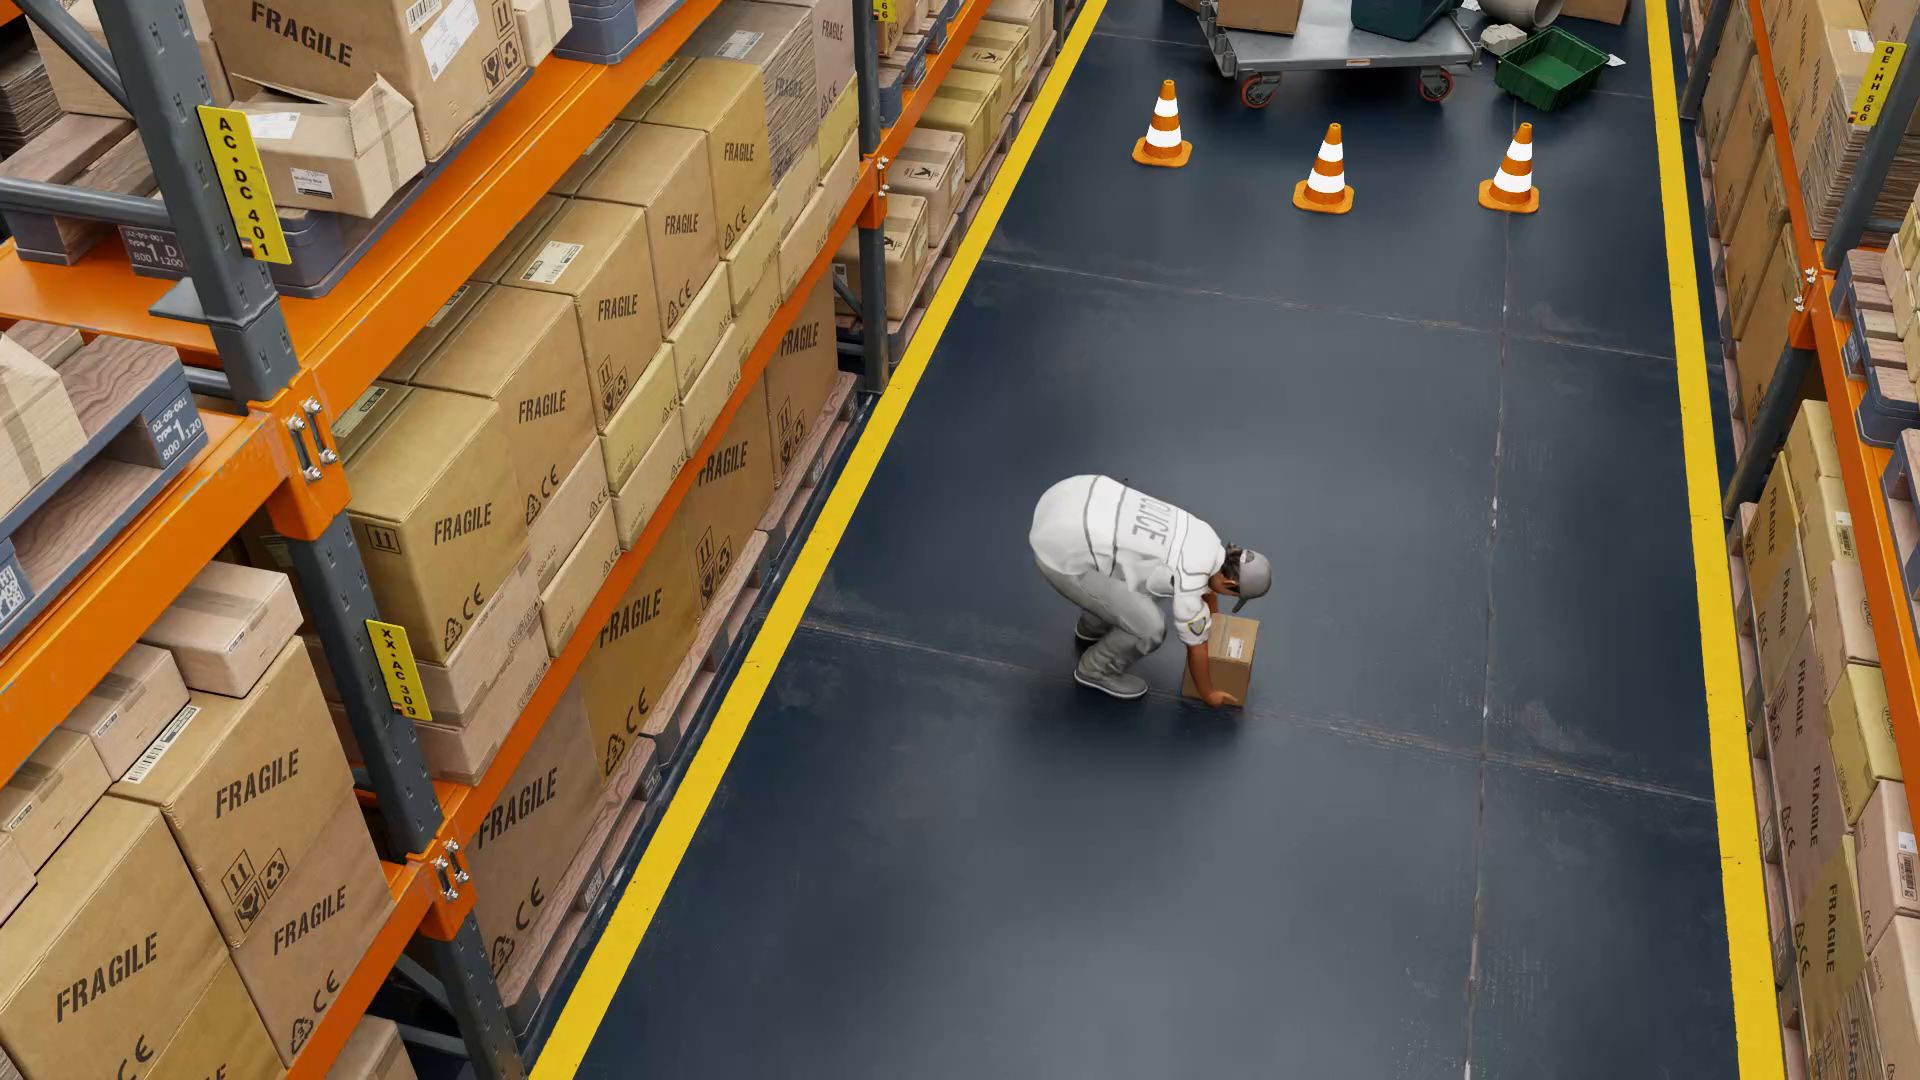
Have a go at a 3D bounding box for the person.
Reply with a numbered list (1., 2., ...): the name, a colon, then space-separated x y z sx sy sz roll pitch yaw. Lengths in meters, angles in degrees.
1. person: 0.738 0.190 6.532 0.937 0.885 0.513 8 42 9
